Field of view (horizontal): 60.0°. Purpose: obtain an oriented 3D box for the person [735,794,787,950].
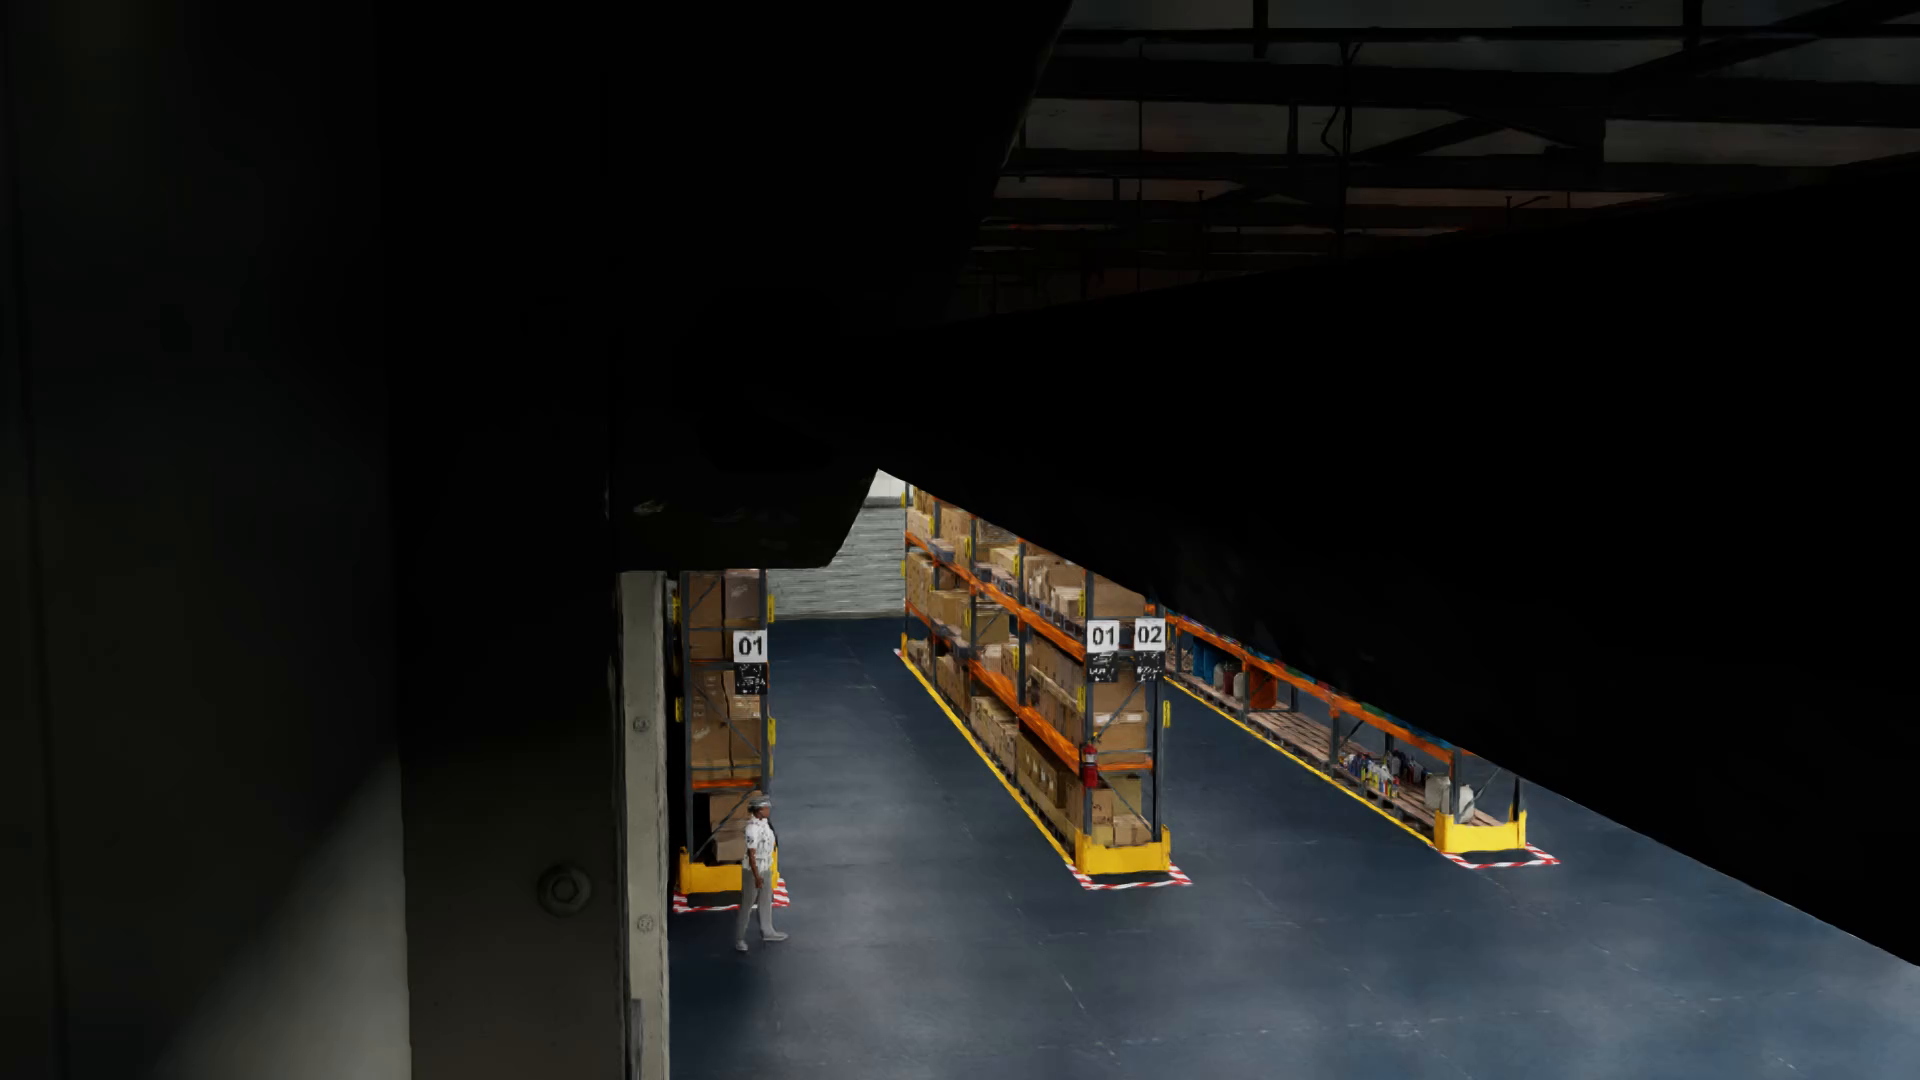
[{"bbox_3d":[-2.220,3.614,18.200,0.469,1.677,0.587,2,6,16],"label":"person"}]
